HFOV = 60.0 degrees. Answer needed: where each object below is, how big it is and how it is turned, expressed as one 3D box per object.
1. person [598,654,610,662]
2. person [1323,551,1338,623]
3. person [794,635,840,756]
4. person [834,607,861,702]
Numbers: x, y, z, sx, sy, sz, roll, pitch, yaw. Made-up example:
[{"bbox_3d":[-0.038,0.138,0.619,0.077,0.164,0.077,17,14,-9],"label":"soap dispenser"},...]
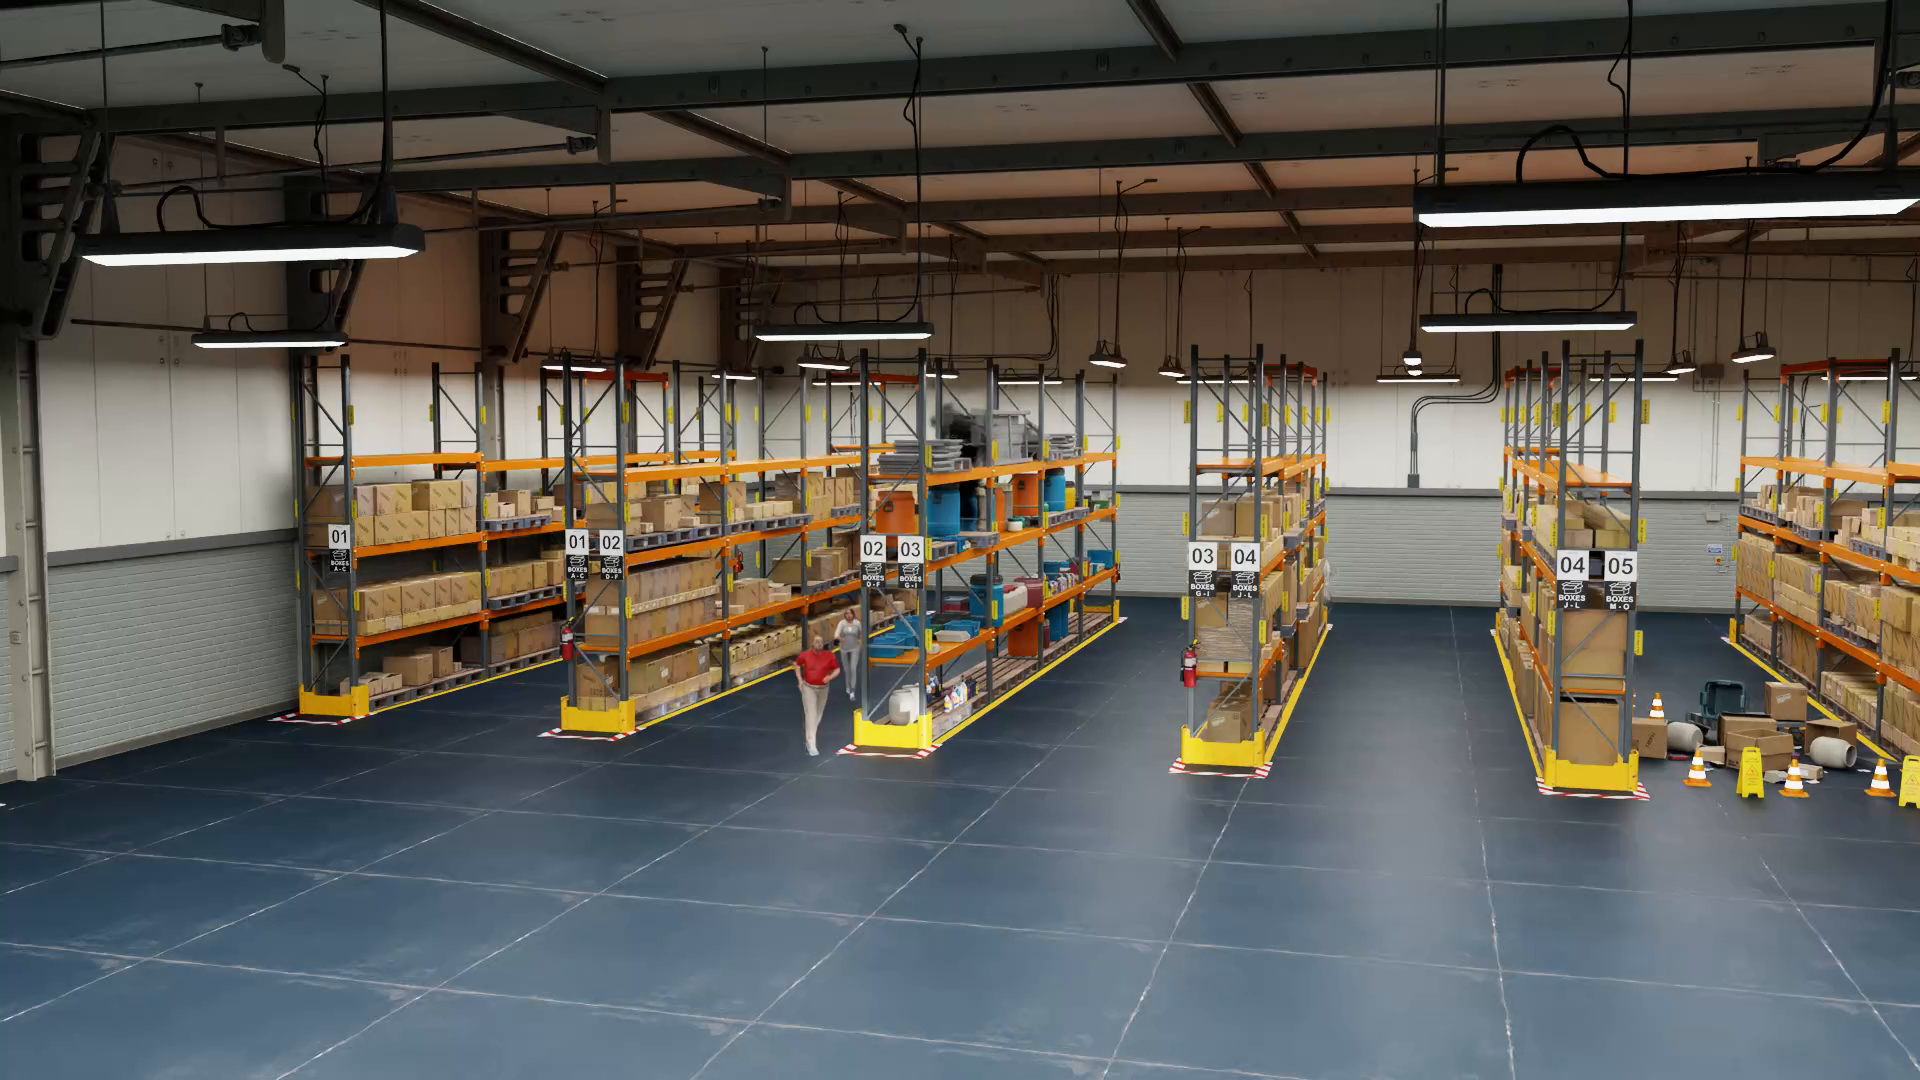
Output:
[{"bbox_3d":[-6.408,1.844,30.458,0.709,1.742,0.798,1,4,14],"label":"person"},{"bbox_3d":[8.727,1.123,40.127,0.724,1.815,0.674,4,6,40],"label":"person"},{"bbox_3d":[-2.109,2.261,24.748,0.645,1.732,0.913,-1,5,-18],"label":"person"},{"bbox_3d":[-1.963,1.999,29.440,0.528,1.635,0.746,0,4,2],"label":"person"}]
